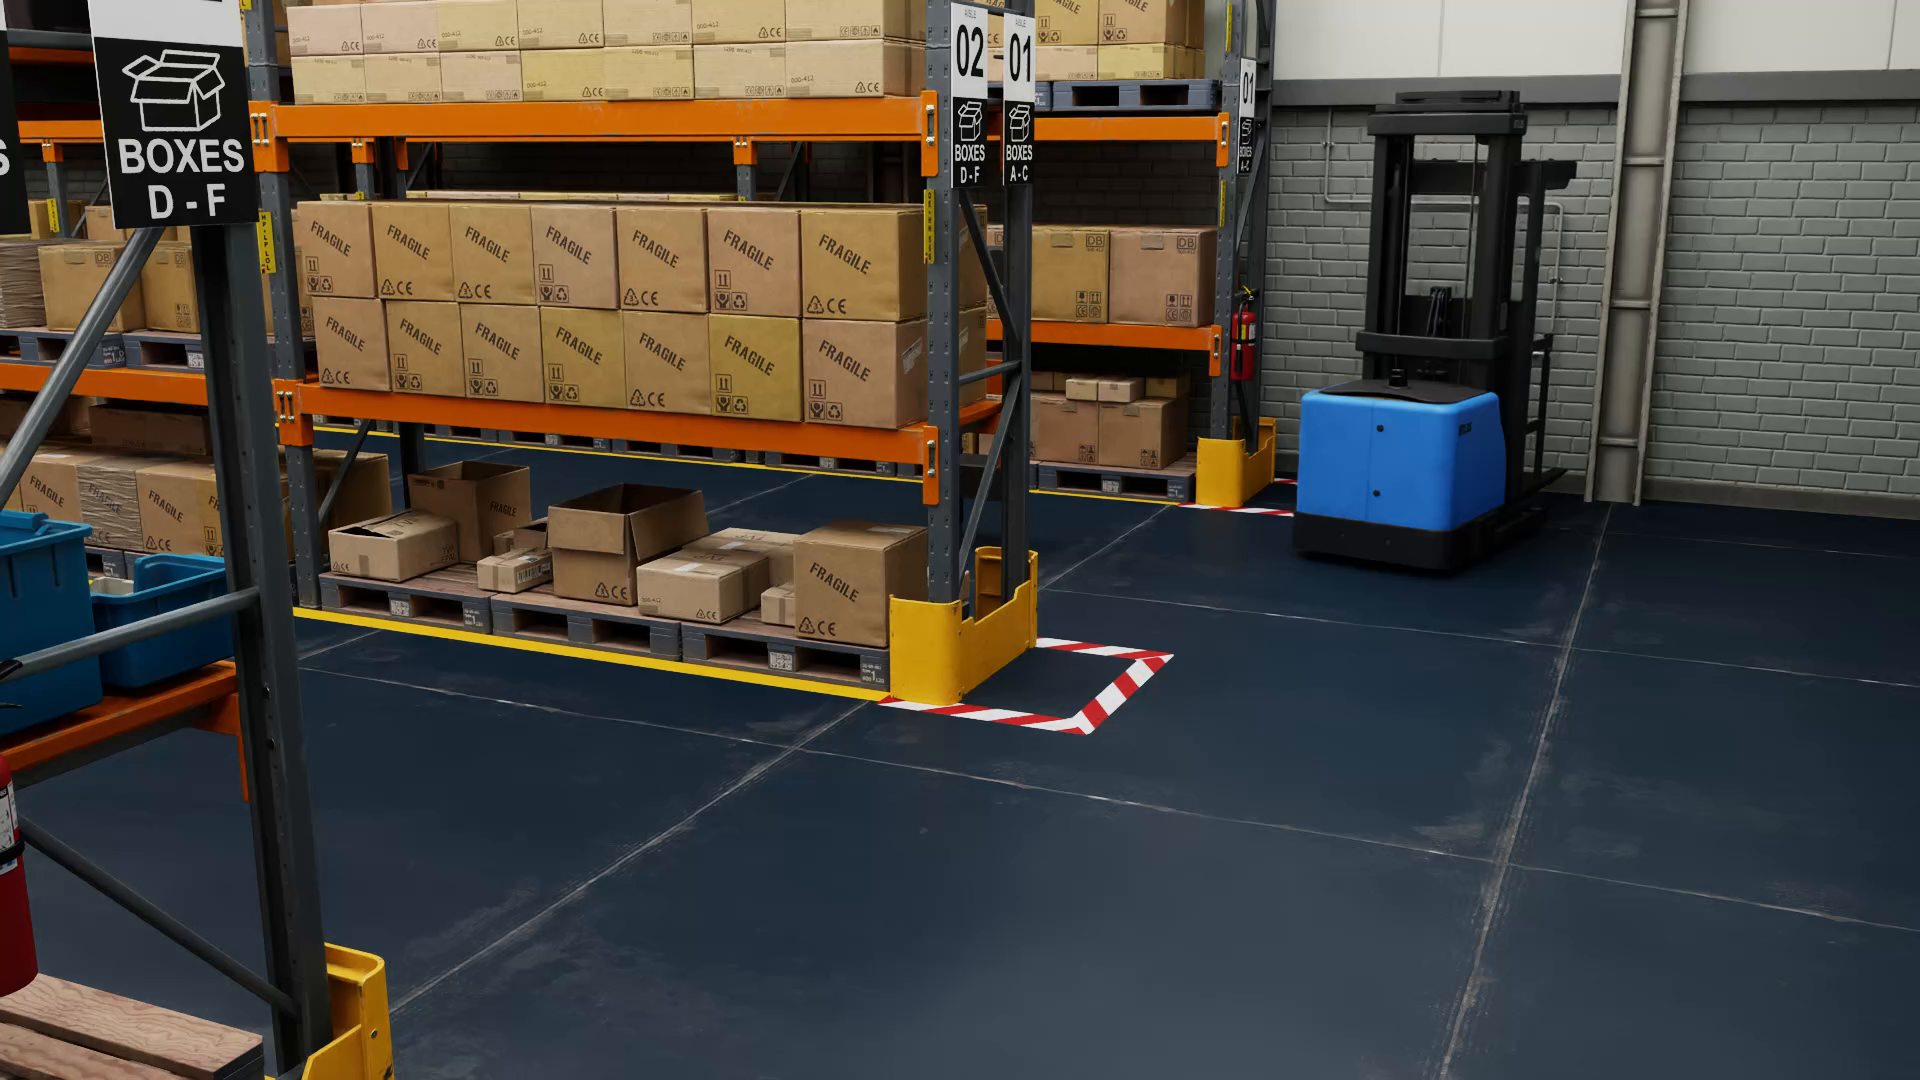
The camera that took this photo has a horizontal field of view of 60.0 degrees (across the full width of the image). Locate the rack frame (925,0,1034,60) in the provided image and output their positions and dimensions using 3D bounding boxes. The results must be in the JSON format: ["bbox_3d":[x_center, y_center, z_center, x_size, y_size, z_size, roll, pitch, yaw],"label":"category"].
[{"bbox_3d":[0.106,-3.719,7.404,0.127,3.000,1.000,6,14,23],"label":"rack frame"}]

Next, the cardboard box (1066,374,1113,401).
[{"bbox_3d":[1.003,-1.177,12.839,0.250,0.149,0.380,6,15,25],"label":"cardboard box"}]

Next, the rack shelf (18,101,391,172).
[{"bbox_3d":[-5.380,-2.463,10.195,4.000,0.370,1.077,6,14,23],"label":"rack shelf"}]

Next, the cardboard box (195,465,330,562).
[{"bbox_3d":[-4.118,-0.151,9.841,0.500,0.500,0.500,6,14,23],"label":"cardboard box"}]

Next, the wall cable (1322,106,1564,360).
[{"bbox_3d":[3.663,-2.407,12.721,1.851,1.984,0.084,6,14,23],"label":"wall cable"}]

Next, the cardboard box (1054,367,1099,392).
[{"bbox_3d":[0.932,-1.280,13.277,0.250,0.149,0.380,6,14,24],"label":"cardboard box"}]

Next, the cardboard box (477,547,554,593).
[{"bbox_3d":[-2.460,0.159,9.249,0.250,0.166,0.380,6,14,23],"label":"cardboard box"}]

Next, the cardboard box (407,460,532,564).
[{"bbox_3d":[-2.915,-0.172,9.929,0.500,0.500,0.500,6,14,23],"label":"cardboard box"}]

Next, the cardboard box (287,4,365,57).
[{"bbox_3d":[-3.207,-2.702,8.871,0.500,0.250,0.500,6,14,23],"label":"cardboard box"}]

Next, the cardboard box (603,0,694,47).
[{"bbox_3d":[-1.380,-2.516,8.079,0.500,0.250,0.500,6,14,23],"label":"cardboard box"}]

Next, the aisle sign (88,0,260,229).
[{"bbox_3d":[-1.718,-1.085,3.620,0.004,0.787,0.394,6,14,23],"label":"aisle sign"}]

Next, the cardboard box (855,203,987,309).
[{"bbox_3d":[-0.193,-1.429,8.373,0.500,0.500,0.500,6,15,25],"label":"cardboard box"}]

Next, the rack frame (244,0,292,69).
[{"bbox_3d":[-3.551,-4.089,8.981,0.127,3.000,1.000,6,14,23],"label":"rack frame"}]

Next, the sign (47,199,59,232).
[{"bbox_3d":[-9.075,-3.251,16.647,0.005,0.325,0.100,6,14,23],"label":"sign"}]

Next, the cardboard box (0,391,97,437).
[{"bbox_3d":[-6.205,-0.859,11.215,0.500,0.250,0.500,6,15,25],"label":"cardboard box"}]

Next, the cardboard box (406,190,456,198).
[{"bbox_3d":[-4.868,-3.043,15.101,0.500,0.250,0.500,6,15,25],"label":"cardboard box"}]

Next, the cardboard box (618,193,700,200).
[{"bbox_3d":[-2.542,-2.810,14.111,0.500,0.250,0.500,6,15,24],"label":"cardboard box"}]

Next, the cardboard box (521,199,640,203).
[{"bbox_3d":[-2.054,-1.617,9.173,0.500,0.500,0.500,6,14,24],"label":"cardboard box"}]

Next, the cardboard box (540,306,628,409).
[{"bbox_3d":[-1.804,-0.972,8.614,0.500,0.500,0.500,6,14,22],"label":"cardboard box"}]

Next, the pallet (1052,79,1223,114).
[{"bbox_3d":[1.426,-3.317,12.451,1.213,0.211,1.003,6,14,23],"label":"pallet"}]

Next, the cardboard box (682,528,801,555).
[{"bbox_3d":[-1.191,0.124,9.214,0.500,0.250,0.500,6,14,23],"label":"cardboard box"}]

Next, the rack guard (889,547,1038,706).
[{"bbox_3d":[0.036,0.412,8.405,0.348,0.500,1.175,6,14,23],"label":"rack guard"}]

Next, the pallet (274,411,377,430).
[{"bbox_3d":[-5.919,-1.288,16.283,1.213,0.211,1.003,6,14,23],"label":"pallet"}]

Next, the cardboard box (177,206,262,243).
[{"bbox_3d":[-7.288,-3.044,16.481,0.500,0.500,0.700,8,15,31],"label":"cardboard box"}]

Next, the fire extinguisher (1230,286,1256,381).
[{"bbox_3d":[2.060,-1.503,12.081,0.183,0.674,0.296,6,14,23],"label":"fire extinguisher"}]

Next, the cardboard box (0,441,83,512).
[{"bbox_3d":[-5.971,-0.339,10.641,0.500,0.500,0.500,6,14,22],"label":"cardboard box"}]

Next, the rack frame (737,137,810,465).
[{"bbox_3d":[-1.548,-2.203,14.077,0.127,3.000,1.000,6,14,23],"label":"rack frame"}]

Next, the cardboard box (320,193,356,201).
[{"bbox_3d":[-5.833,-3.204,15.742,0.250,0.149,0.380,3,14,14],"label":"cardboard box"}]

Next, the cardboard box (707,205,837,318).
[{"bbox_3d":[-0.875,-1.364,8.093,0.500,0.500,0.500,6,15,25],"label":"cardboard box"}]

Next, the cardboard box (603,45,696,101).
[{"bbox_3d":[-1.386,-2.270,8.124,0.500,0.250,0.500,6,14,23],"label":"cardboard box"}]

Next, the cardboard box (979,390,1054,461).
[{"bbox_3d":[0.511,-0.957,13.319,0.500,0.500,0.700,5,14,21],"label":"cardboard box"}]

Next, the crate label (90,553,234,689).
[{"bbox_3d":[-1.996,0.197,4.084,0.303,0.233,0.416,6,14,23],"label":"crate label"}]

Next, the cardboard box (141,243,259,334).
[{"bbox_3d":[-4.548,-1.562,10.208,0.500,0.500,0.700,8,16,32],"label":"cardboard box"}]

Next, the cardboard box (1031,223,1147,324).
[{"bbox_3d":[0.969,-2.089,12.935,0.700,0.700,0.980,6,14,23],"label":"cardboard box"}]

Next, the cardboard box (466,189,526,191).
[{"bbox_3d":[-4.214,-3.105,15.366,0.500,0.250,0.500,5,14,21],"label":"cardboard box"}]

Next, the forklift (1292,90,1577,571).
[{"bbox_3d":[3.427,-1.516,11.299,1.130,2.935,3.031,10,16,35],"label":"forklift"}]

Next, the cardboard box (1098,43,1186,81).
[{"bbox_3d":[1.332,-3.486,12.167,0.500,0.250,0.500,6,15,25],"label":"cardboard box"}]

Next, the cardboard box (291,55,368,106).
[{"bbox_3d":[-3.207,-2.459,8.929,0.500,0.250,0.500,6,14,23],"label":"cardboard box"}]

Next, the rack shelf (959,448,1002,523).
[{"bbox_3d":[0.151,-0.312,11.113,0.480,0.518,0.431,6,14,23],"label":"rack shelf"}]

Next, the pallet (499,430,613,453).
[{"bbox_3d":[-3.404,-1.014,15.113,1.213,0.211,1.003,6,14,23],"label":"pallet"}]

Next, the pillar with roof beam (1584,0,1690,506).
[{"bbox_3d":[3.184,-3.785,7.688,0.400,9.000,9.100,6,14,23],"label":"pillar with roof beam"}]

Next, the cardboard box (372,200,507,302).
[{"bbox_3d":[-2.762,-1.553,8.901,0.500,0.500,0.500,5,14,21],"label":"cardboard box"}]

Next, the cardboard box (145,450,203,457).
[{"bbox_3d":[-4.841,-0.356,10.713,0.500,0.500,0.500,6,14,24],"label":"cardboard box"}]

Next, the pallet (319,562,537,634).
[{"bbox_3d":[-2.924,0.253,9.713,1.213,0.211,1.003,6,14,23],"label":"pallet"}]

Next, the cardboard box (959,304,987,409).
[{"bbox_3d":[-0.193,-0.943,8.487,0.500,0.500,0.500,6,15,24],"label":"cardboard box"}]

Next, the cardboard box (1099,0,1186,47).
[{"bbox_3d":[1.329,-3.849,12.075,0.500,0.500,0.500,6,14,23],"label":"cardboard box"}]

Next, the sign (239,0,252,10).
[{"bbox_3d":[-3.773,-2.956,8.724,0.005,0.325,0.100,6,14,23],"label":"sign"}]

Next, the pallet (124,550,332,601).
[{"bbox_3d":[-4.310,0.122,10.272,1.213,0.211,1.003,6,14,23],"label":"pallet"}]

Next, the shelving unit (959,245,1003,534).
[{"bbox_3d":[0.151,-1.007,10.950,0.503,2.100,0.431,6,14,23],"label":"shelving unit"}]

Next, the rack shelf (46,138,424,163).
[{"bbox_3d":[-7.034,-3.868,16.183,4.000,0.370,1.077,6,14,23],"label":"rack shelf"}]
